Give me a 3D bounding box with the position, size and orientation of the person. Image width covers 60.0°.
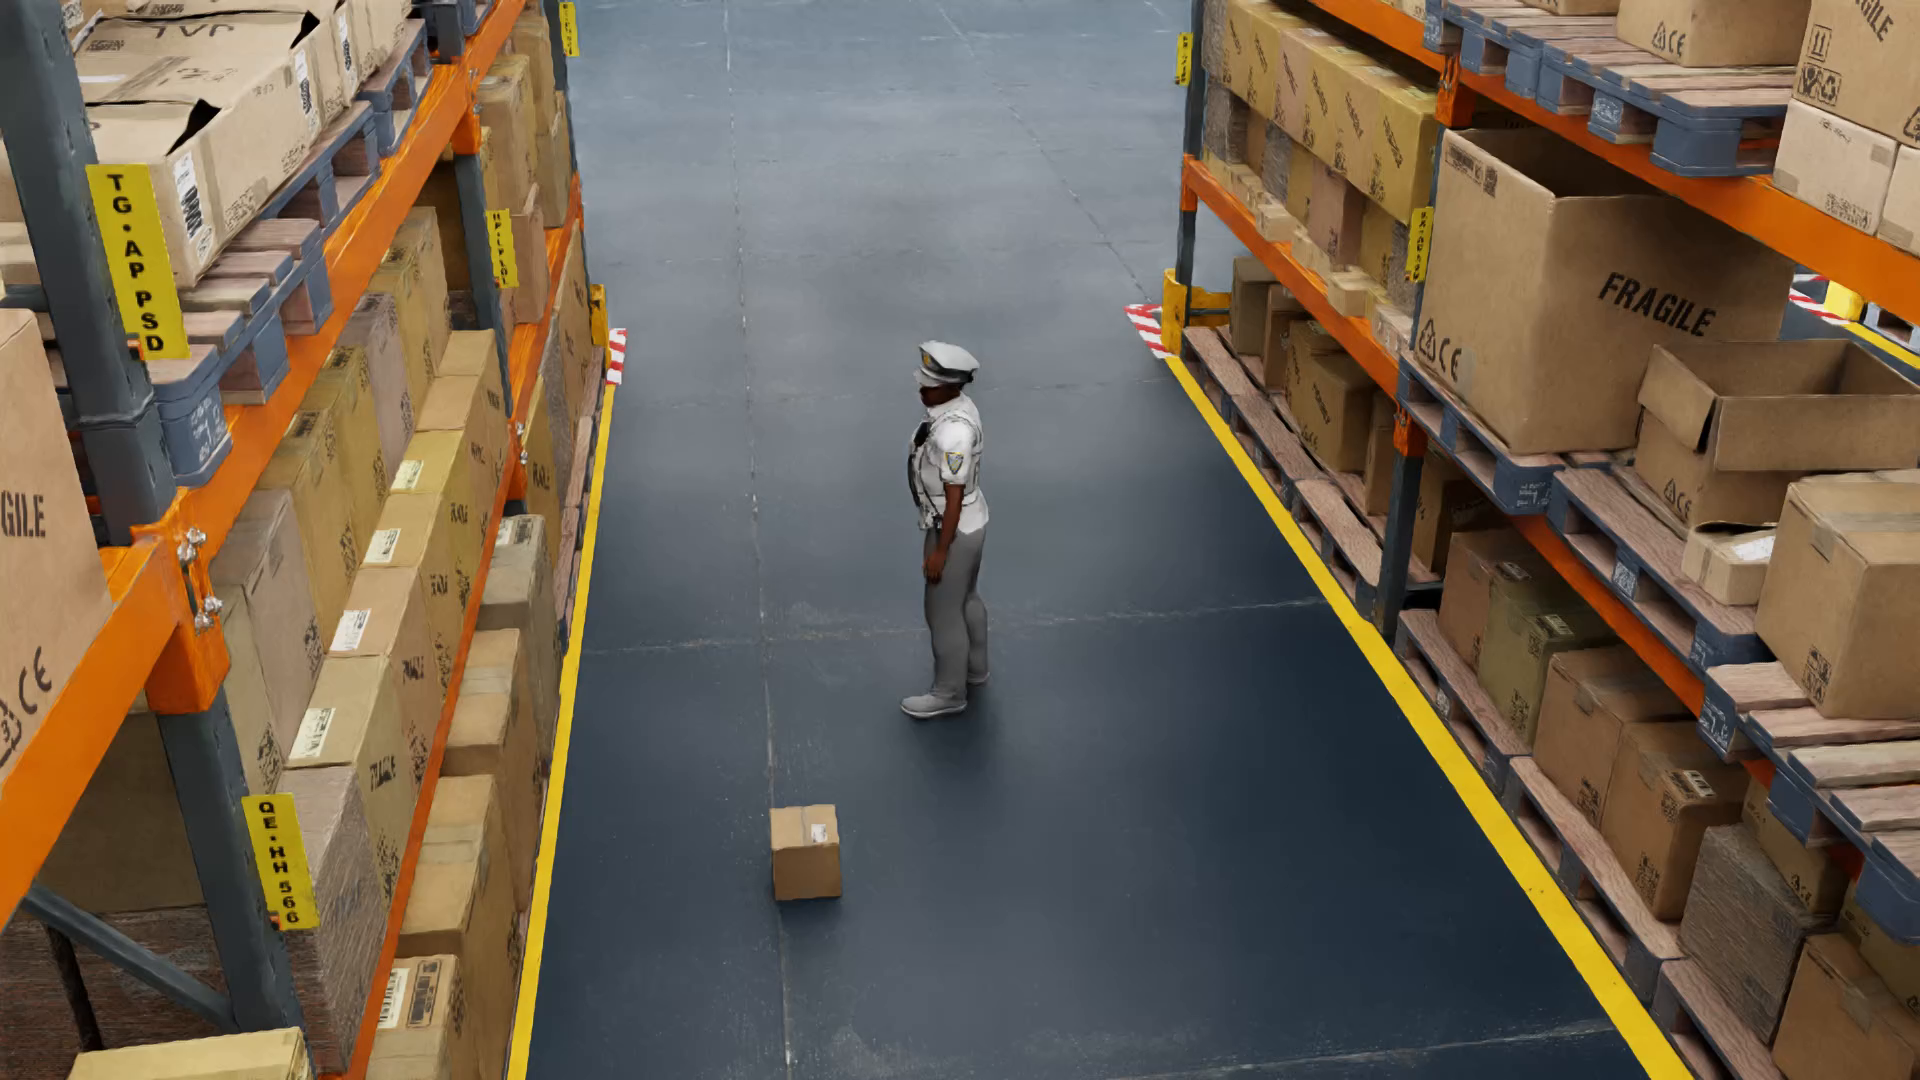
[{"bbox_3d":[-0.065,-0.049,7.148,0.389,1.680,0.536,1,27,2],"label":"person"}]
